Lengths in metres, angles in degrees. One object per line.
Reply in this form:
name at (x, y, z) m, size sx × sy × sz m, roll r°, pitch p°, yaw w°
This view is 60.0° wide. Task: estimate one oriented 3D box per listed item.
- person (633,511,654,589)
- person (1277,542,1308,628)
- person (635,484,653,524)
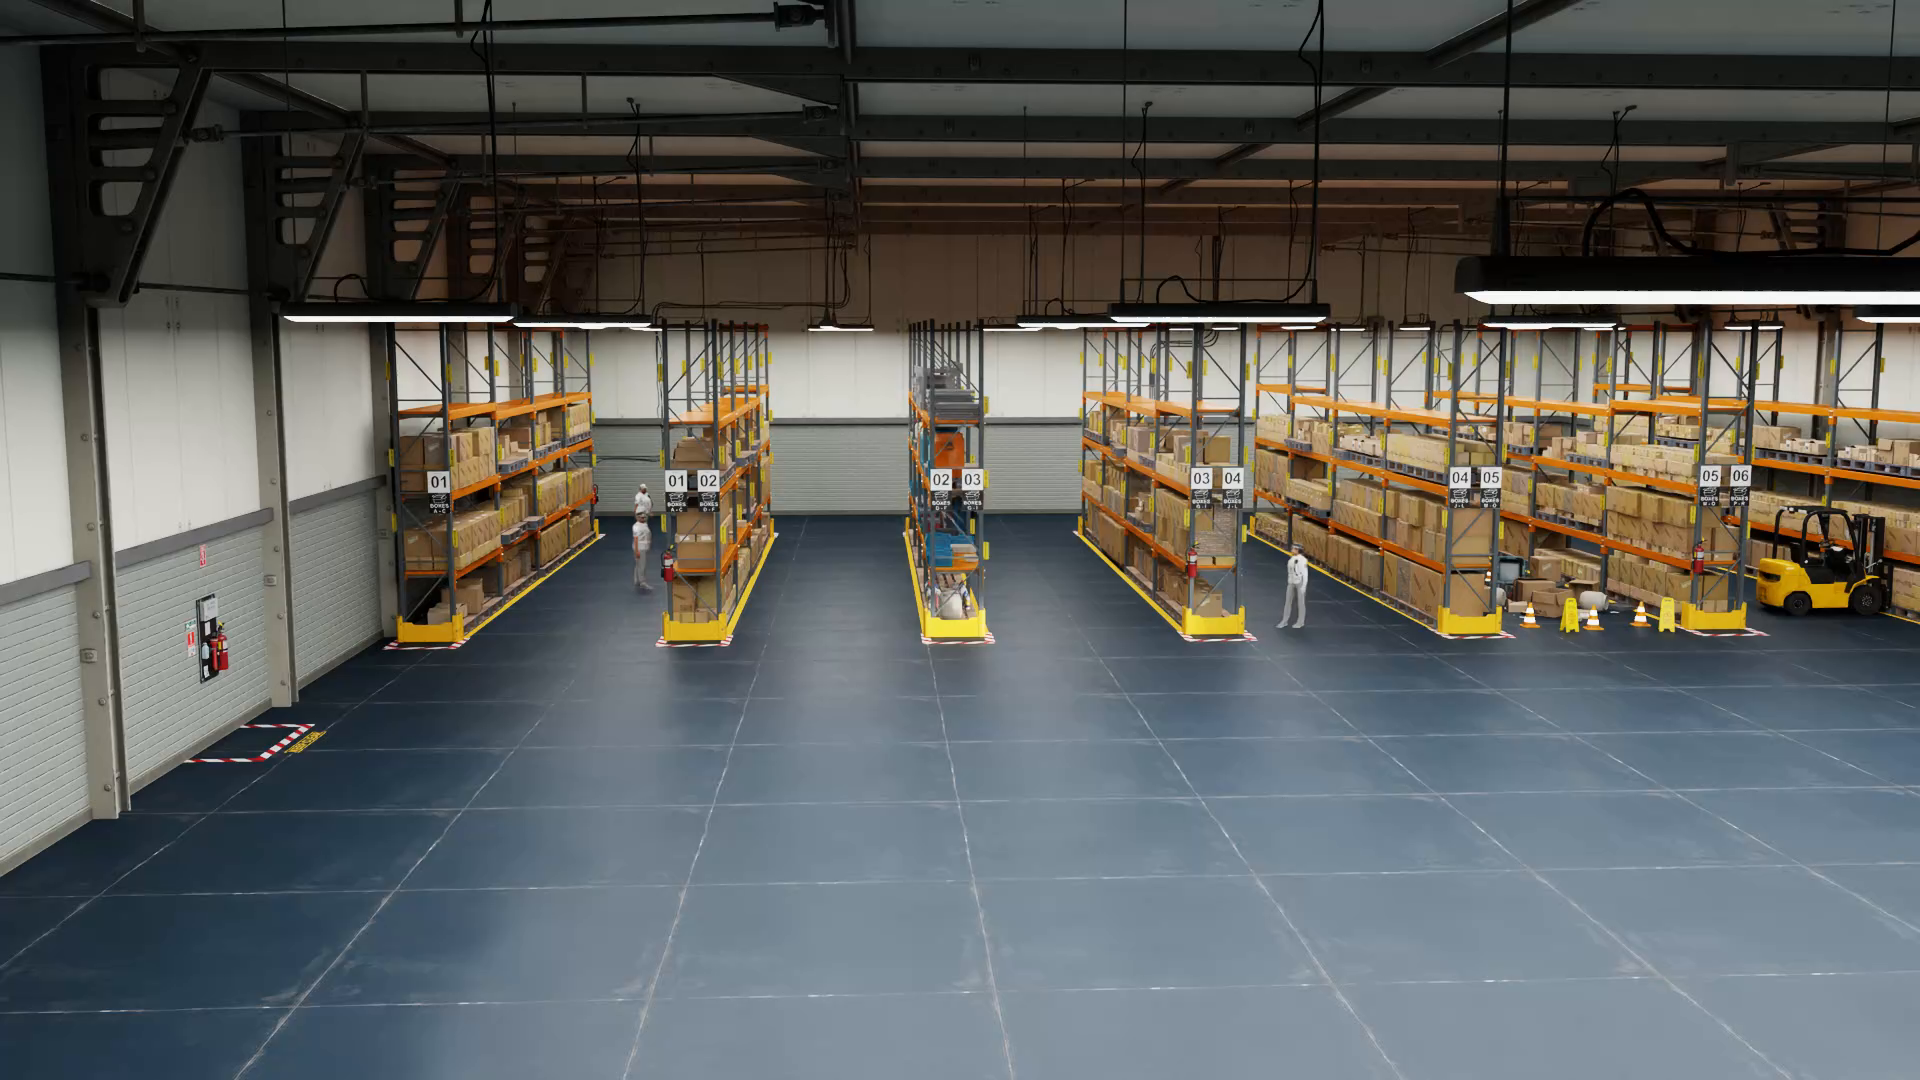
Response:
person at (-7.155, 0.210, 37.619) m, size 0.457 × 1.768 × 0.551 m, roll -1°, pitch 7°, yaw -5°
person at (6.535, 0.886, 32.487) m, size 0.532 × 1.691 × 0.486 m, roll -6°, pitch 9°, yaw -39°
person at (-8.633, -0.707, 45.486) m, size 0.453 × 1.678 × 0.503 m, roll 2°, pitch 7°, yaw 16°
